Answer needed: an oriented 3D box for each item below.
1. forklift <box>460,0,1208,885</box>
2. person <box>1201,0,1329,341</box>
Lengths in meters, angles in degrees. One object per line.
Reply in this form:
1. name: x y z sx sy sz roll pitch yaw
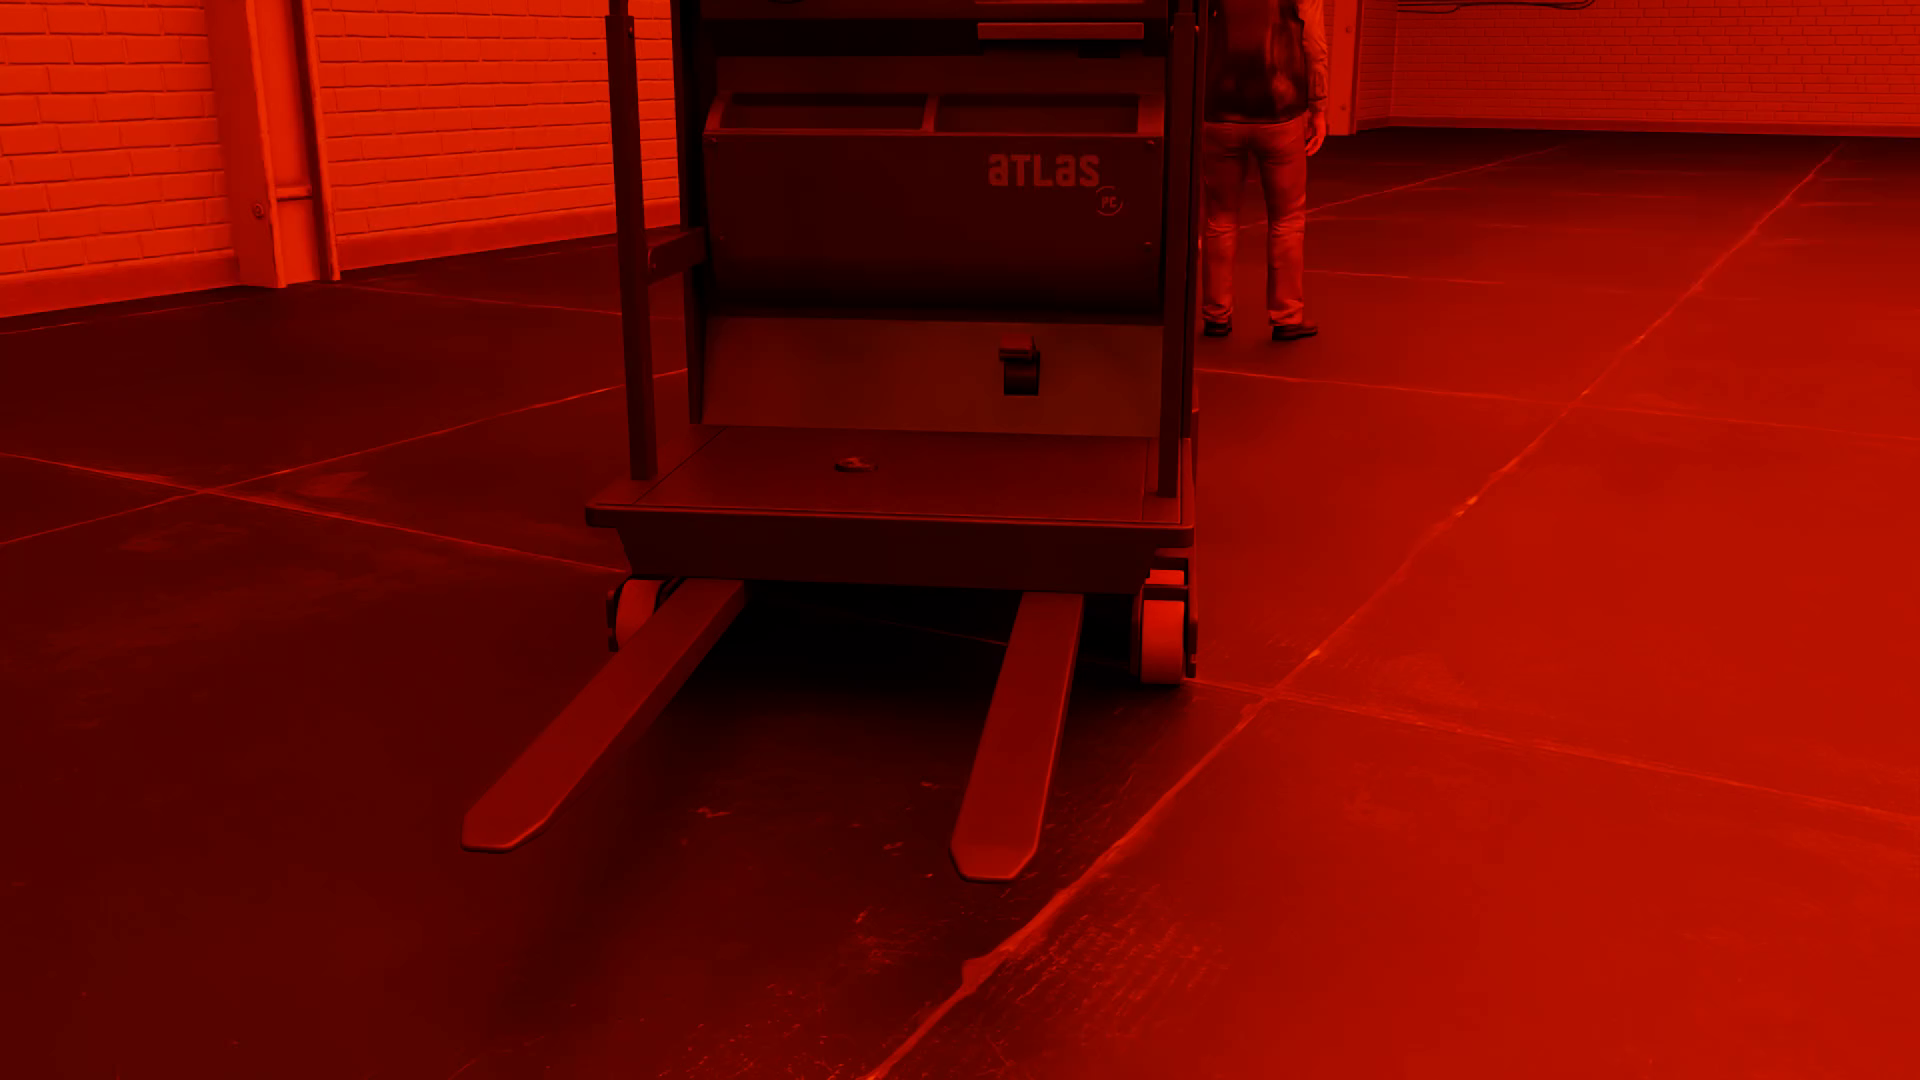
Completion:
1. forklift: -0.078 -1.236 3.048 1.130 2.935 3.031 2 17 7
2. person: 1.180 -1.684 6.712 0.593 1.722 0.418 6 17 19
